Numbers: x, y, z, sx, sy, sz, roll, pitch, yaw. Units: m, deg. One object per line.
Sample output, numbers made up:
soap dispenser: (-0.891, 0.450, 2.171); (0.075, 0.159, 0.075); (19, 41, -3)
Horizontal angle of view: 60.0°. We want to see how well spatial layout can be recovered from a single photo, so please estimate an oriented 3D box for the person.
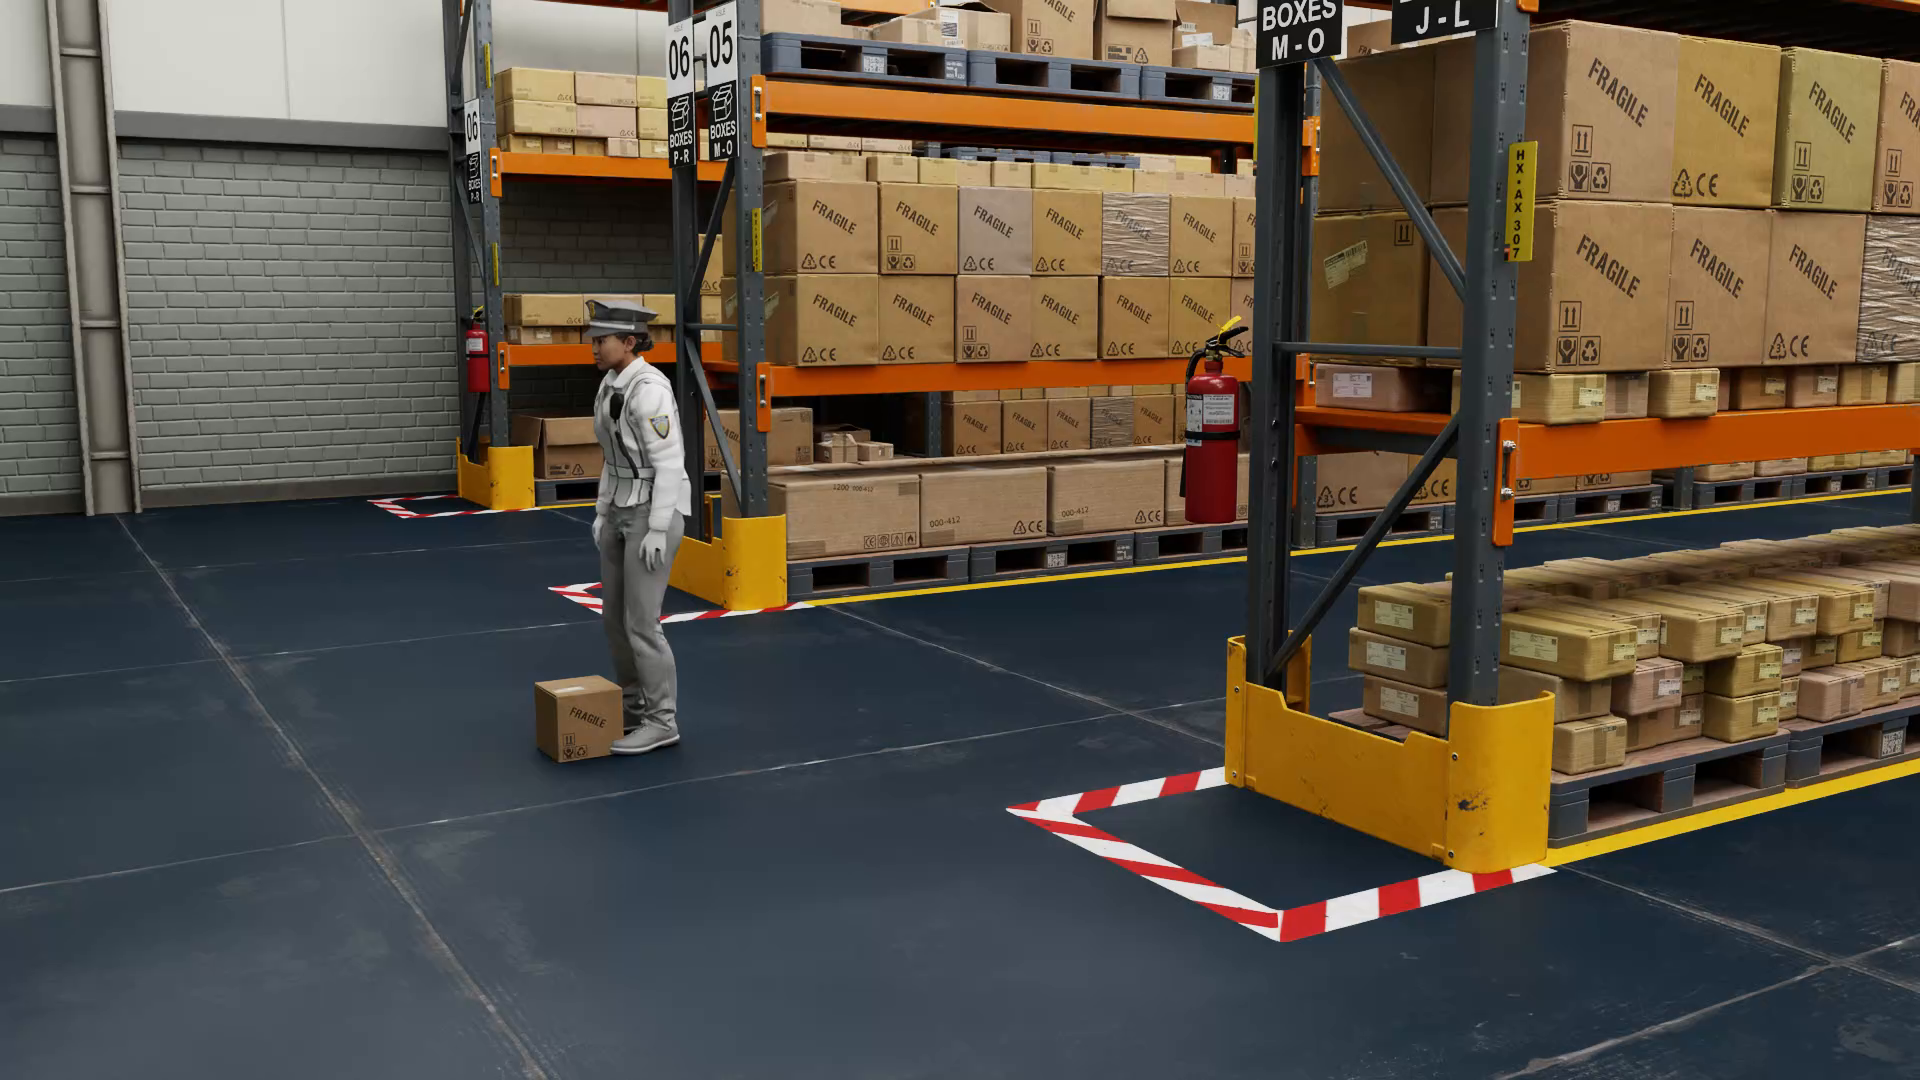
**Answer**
person: (-1.208, -0.057, 6.197); (0.372, 1.666, 0.547); (-6, 10, -34)
